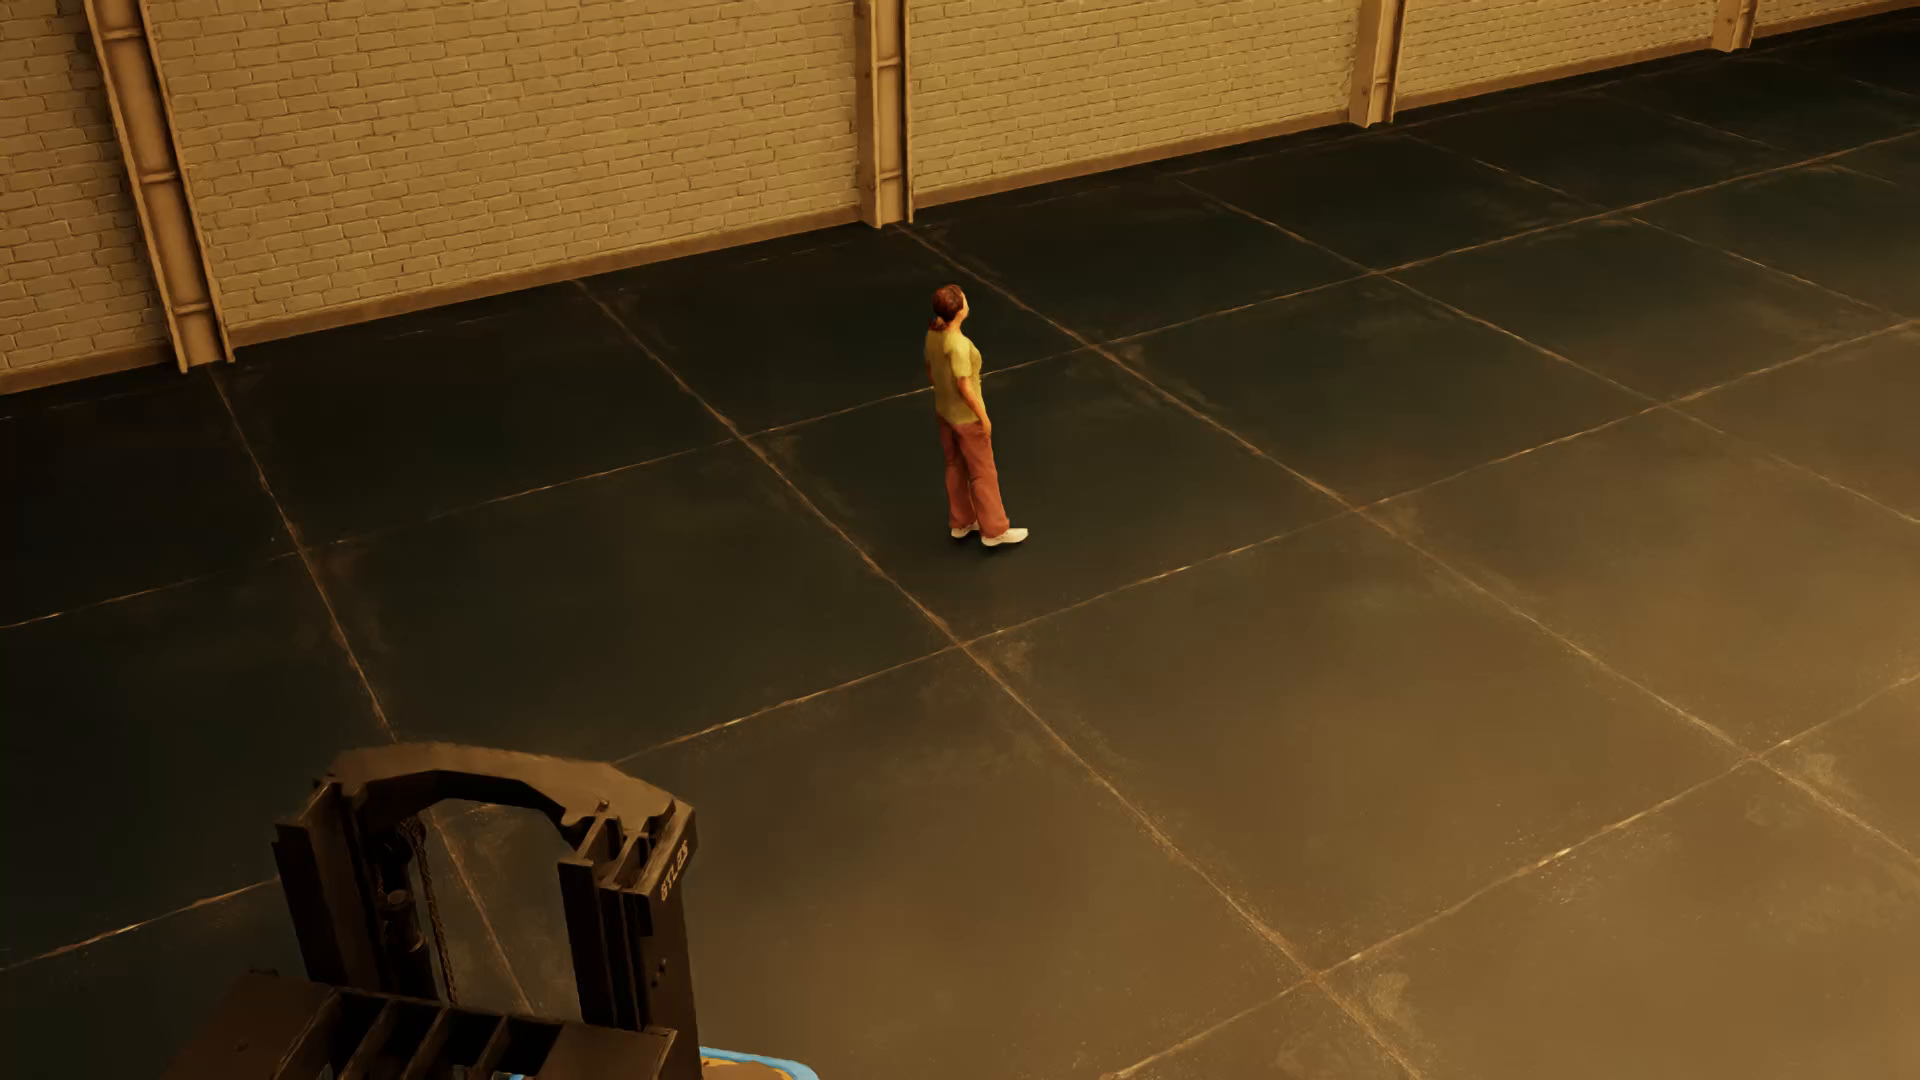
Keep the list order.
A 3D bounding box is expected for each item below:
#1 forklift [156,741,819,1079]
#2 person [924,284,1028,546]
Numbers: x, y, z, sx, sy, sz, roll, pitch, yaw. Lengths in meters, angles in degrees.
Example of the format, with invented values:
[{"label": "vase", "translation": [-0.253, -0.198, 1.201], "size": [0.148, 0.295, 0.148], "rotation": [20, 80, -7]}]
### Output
[{"label": "forklift", "translation": [-1.233, 2.097, 4.145], "size": [1.130, 2.935, 3.031], "rotation": [6, 31, 9]}, {"label": "person", "translation": [0.068, -0.774, 10.070], "size": [0.549, 1.673, 0.554], "rotation": [-17, 35, -26]}]
